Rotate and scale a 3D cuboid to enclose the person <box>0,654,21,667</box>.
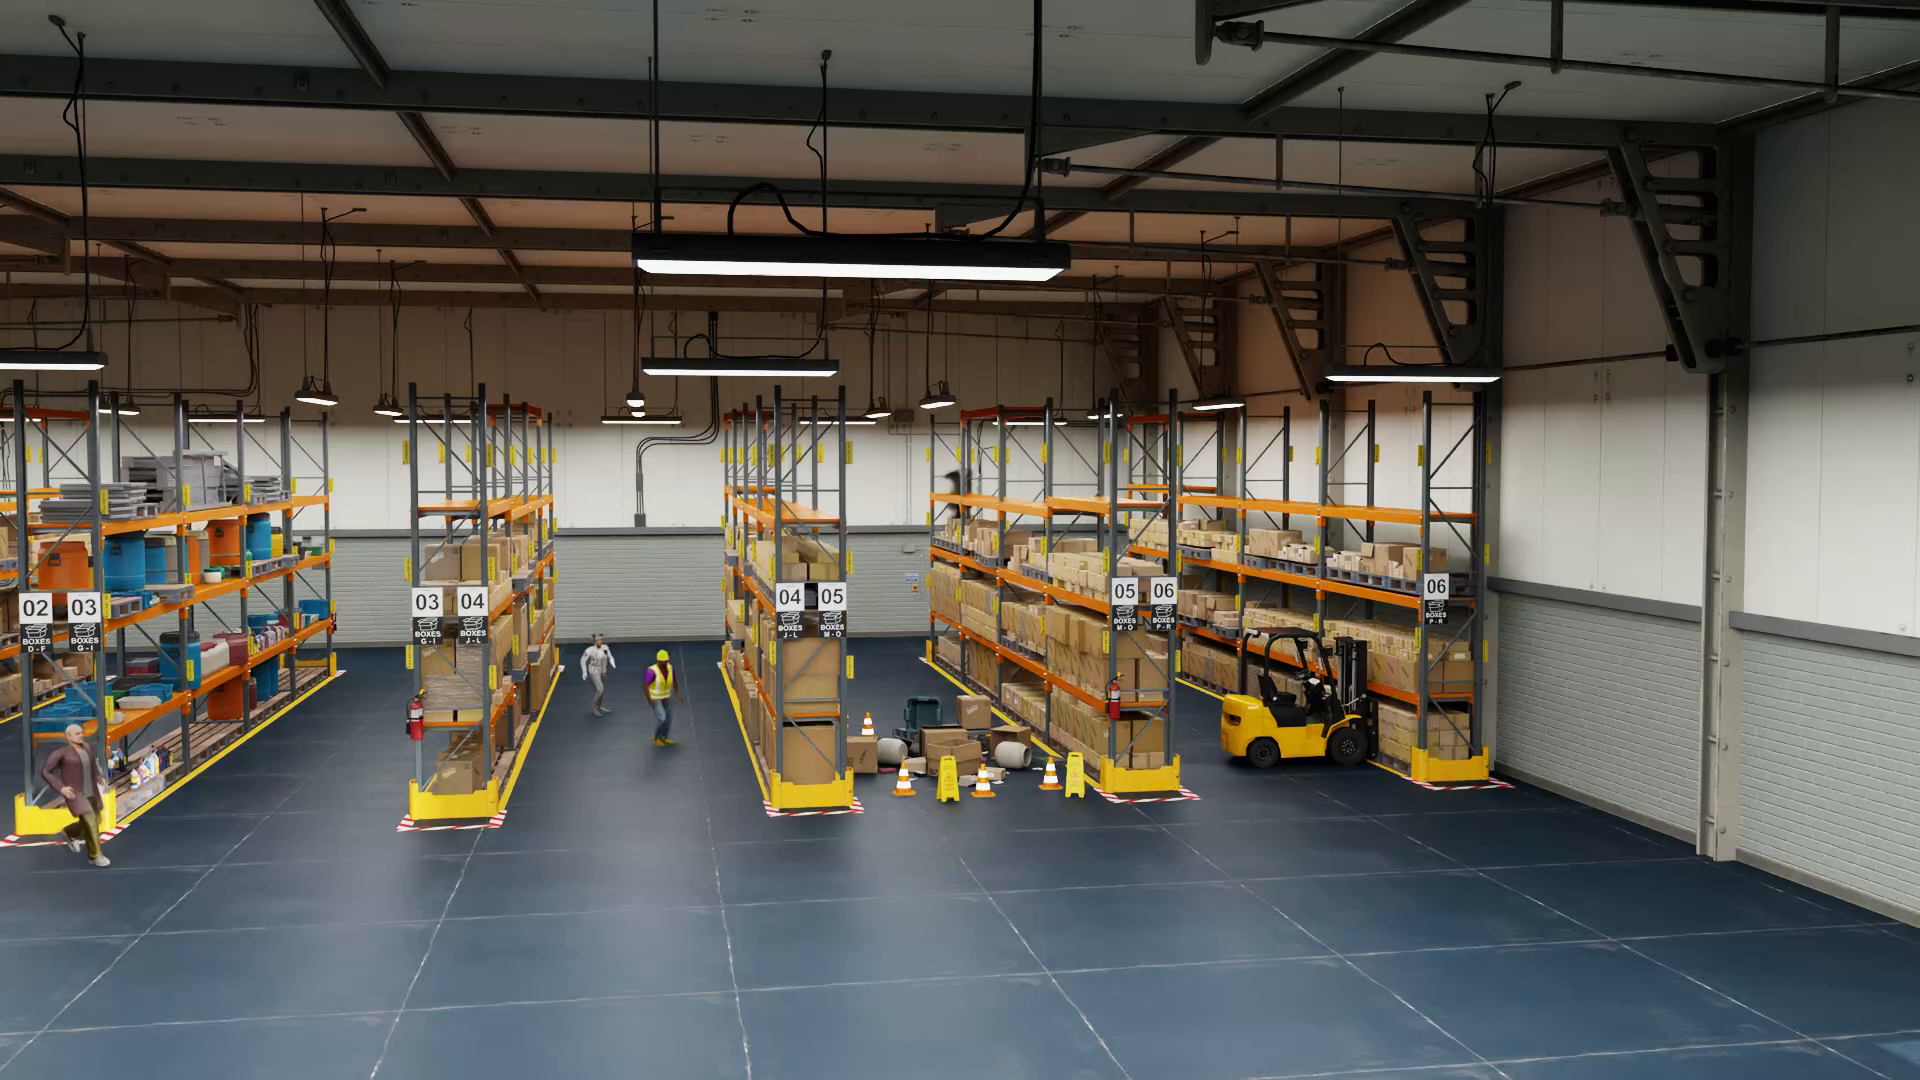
[{"bbox_3d":[-21.605,2.210,37.866,0.933,1.708,0.664,0,3,-2],"label":"person"}]

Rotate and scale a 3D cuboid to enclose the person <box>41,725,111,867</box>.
[{"bbox_3d":[-10.781,3.106,20.245,0.867,1.736,0.710,1,3,21],"label":"person"}]

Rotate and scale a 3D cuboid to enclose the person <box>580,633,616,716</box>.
[{"bbox_3d":[-6.953,2.602,32.173,0.757,1.633,0.610,2,4,37],"label":"person"}]

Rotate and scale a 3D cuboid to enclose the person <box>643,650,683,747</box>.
[{"bbox_3d":[-5.124,2.711,28.586,0.617,1.695,0.703,2,4,40],"label":"person"}]
